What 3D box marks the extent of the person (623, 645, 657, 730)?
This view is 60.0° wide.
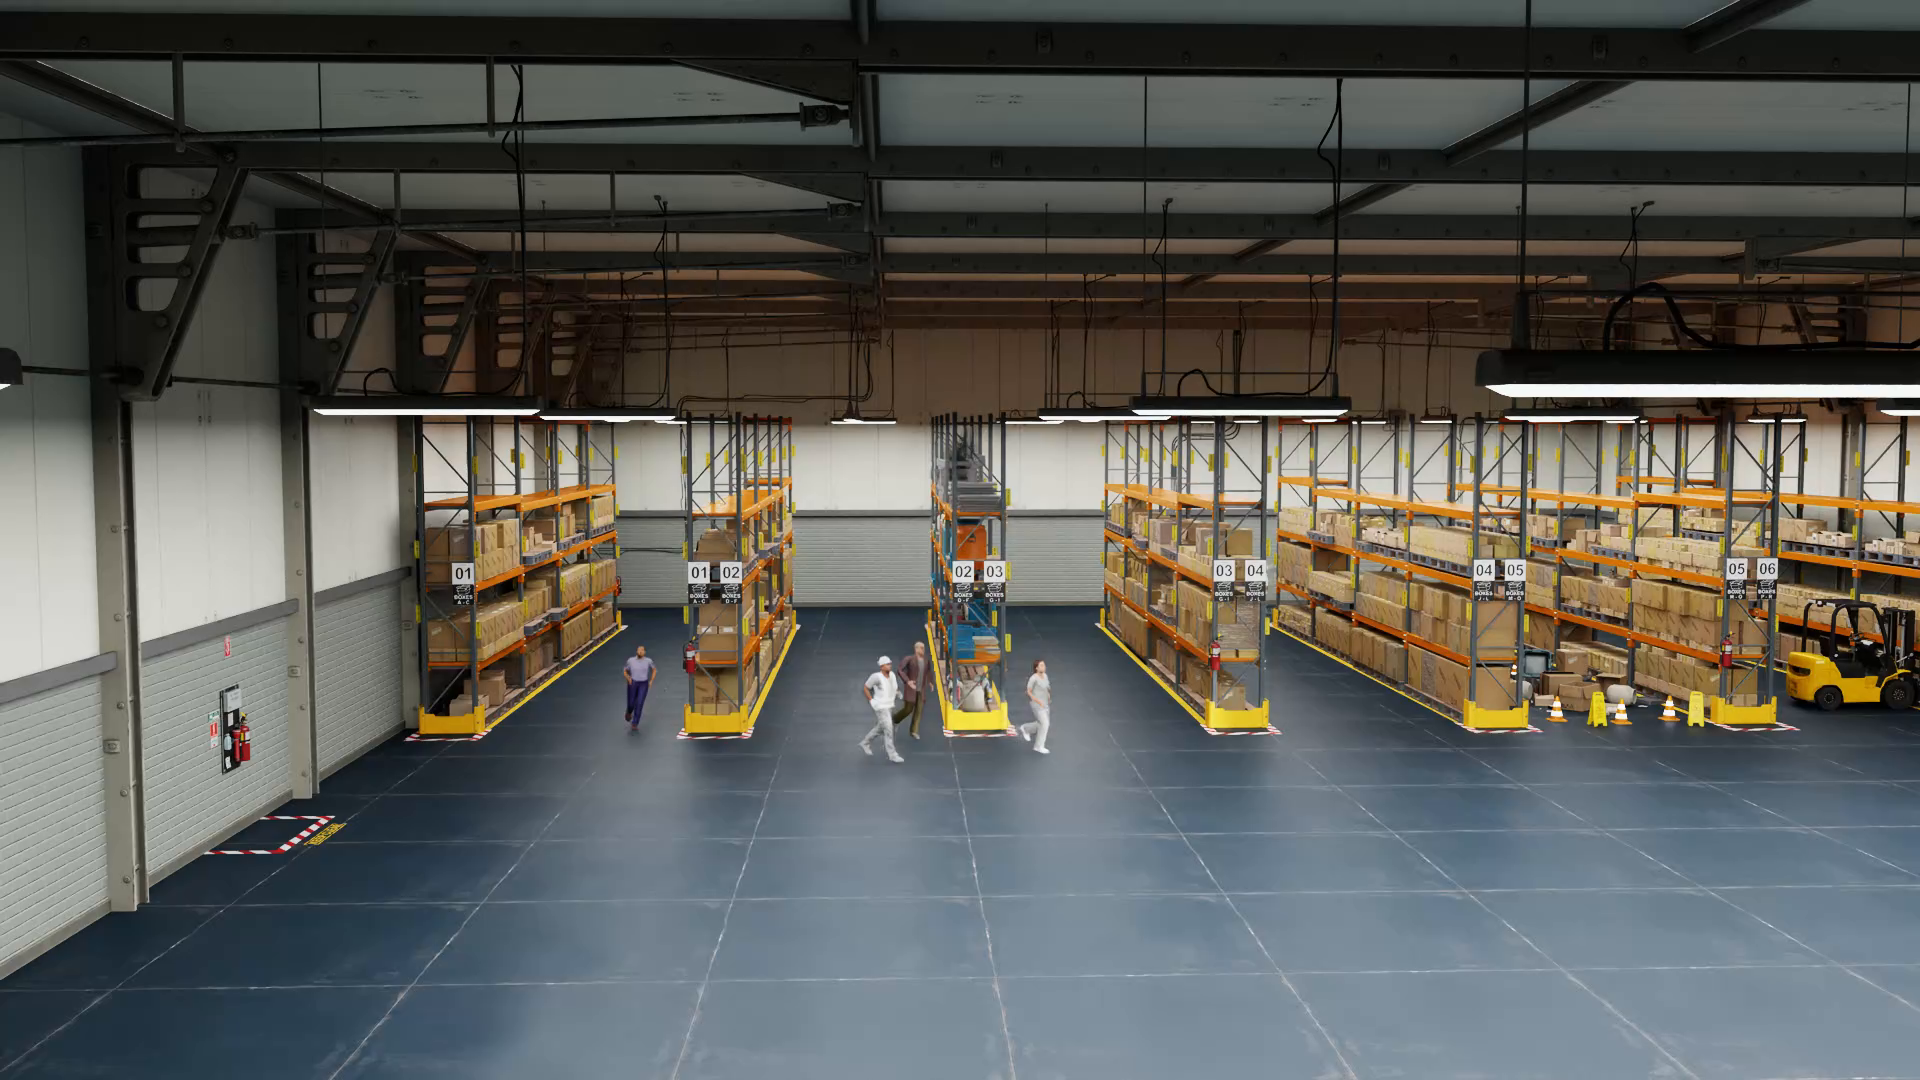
[{"bbox_3d":[-6.076,2.784,31.617,0.644,1.591,0.705,-1,4,-12],"label":"person"}]

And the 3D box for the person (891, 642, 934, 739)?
[{"bbox_3d":[-0.807,2.755,30.779,0.770,1.740,0.862,-3,5,-33],"label":"person"}]

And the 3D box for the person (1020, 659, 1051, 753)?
[{"bbox_3d":[1.329,2.916,29.386,0.637,1.655,0.573,3,5,40],"label":"person"}]

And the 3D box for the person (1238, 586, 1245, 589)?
[{"bbox_3d":[8.336,1.582,48.665,0.839,1.662,0.753,4,5,42],"label":"person"}]

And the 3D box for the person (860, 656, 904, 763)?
[{"bbox_3d":[-1.317,2.862,28.430,0.962,1.776,0.673,2,4,29],"label":"person"}]
